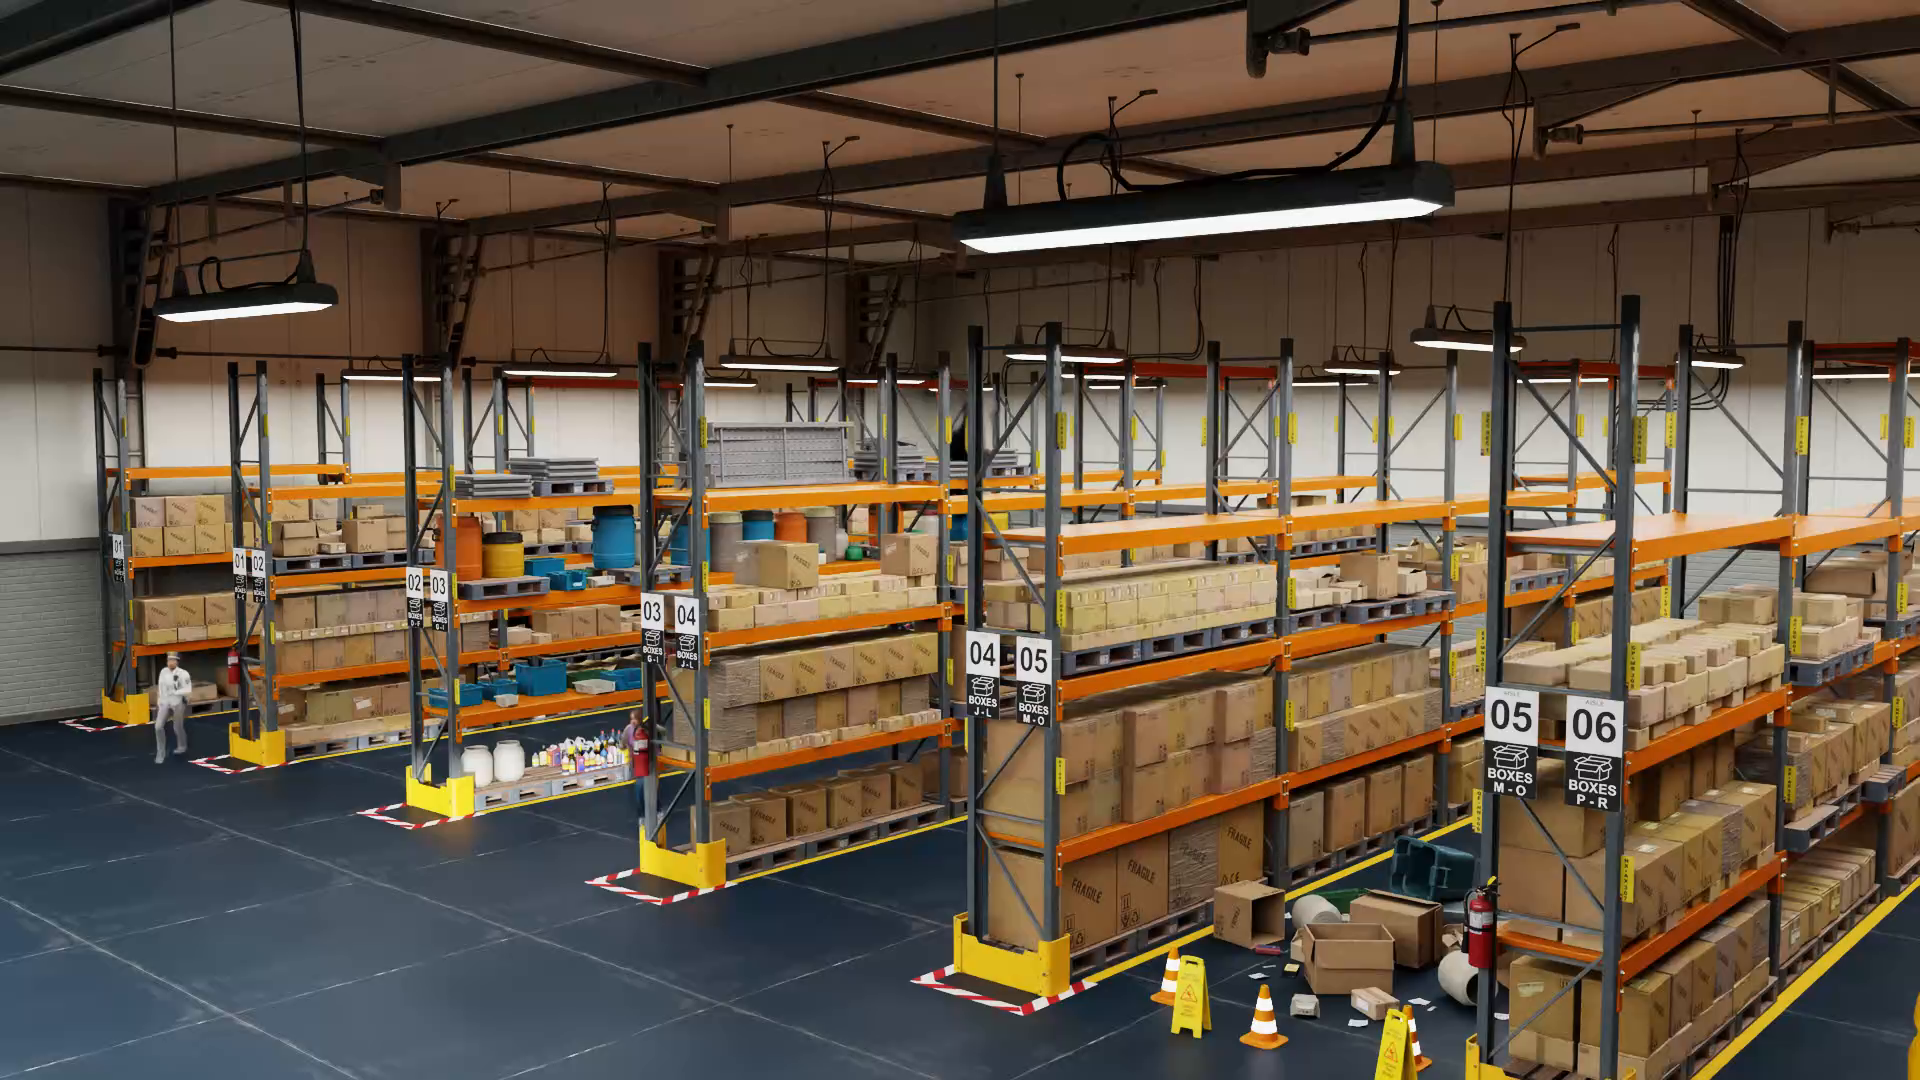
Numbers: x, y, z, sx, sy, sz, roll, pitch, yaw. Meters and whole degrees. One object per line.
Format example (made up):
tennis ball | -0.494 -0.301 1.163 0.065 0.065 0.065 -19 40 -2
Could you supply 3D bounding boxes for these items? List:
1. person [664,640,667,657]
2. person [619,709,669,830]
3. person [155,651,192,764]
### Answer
person | -6.053 1.815 34.296 0.711 1.679 0.918 2 5 28
person | -3.942 2.847 20.789 0.524 1.553 0.845 2 4 20
person | -11.848 2.509 25.092 0.586 1.725 0.781 0 4 -2
